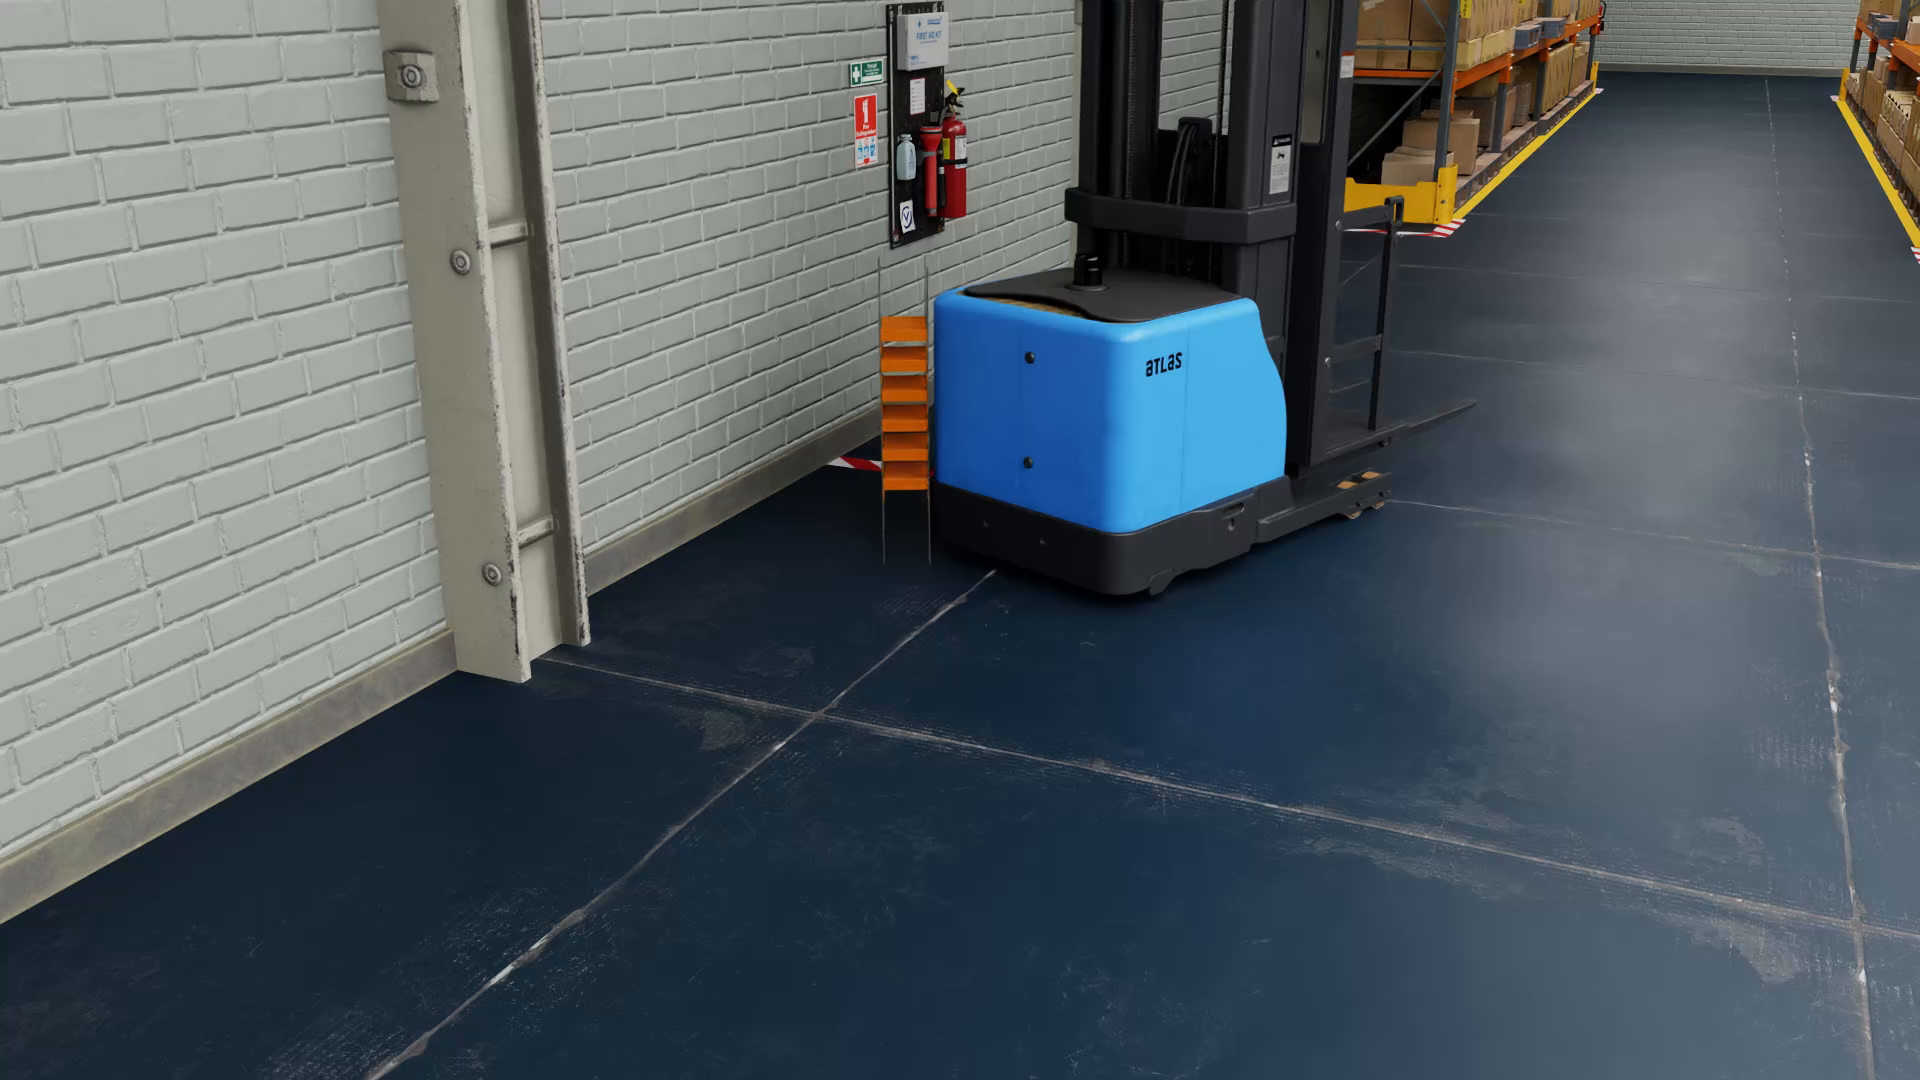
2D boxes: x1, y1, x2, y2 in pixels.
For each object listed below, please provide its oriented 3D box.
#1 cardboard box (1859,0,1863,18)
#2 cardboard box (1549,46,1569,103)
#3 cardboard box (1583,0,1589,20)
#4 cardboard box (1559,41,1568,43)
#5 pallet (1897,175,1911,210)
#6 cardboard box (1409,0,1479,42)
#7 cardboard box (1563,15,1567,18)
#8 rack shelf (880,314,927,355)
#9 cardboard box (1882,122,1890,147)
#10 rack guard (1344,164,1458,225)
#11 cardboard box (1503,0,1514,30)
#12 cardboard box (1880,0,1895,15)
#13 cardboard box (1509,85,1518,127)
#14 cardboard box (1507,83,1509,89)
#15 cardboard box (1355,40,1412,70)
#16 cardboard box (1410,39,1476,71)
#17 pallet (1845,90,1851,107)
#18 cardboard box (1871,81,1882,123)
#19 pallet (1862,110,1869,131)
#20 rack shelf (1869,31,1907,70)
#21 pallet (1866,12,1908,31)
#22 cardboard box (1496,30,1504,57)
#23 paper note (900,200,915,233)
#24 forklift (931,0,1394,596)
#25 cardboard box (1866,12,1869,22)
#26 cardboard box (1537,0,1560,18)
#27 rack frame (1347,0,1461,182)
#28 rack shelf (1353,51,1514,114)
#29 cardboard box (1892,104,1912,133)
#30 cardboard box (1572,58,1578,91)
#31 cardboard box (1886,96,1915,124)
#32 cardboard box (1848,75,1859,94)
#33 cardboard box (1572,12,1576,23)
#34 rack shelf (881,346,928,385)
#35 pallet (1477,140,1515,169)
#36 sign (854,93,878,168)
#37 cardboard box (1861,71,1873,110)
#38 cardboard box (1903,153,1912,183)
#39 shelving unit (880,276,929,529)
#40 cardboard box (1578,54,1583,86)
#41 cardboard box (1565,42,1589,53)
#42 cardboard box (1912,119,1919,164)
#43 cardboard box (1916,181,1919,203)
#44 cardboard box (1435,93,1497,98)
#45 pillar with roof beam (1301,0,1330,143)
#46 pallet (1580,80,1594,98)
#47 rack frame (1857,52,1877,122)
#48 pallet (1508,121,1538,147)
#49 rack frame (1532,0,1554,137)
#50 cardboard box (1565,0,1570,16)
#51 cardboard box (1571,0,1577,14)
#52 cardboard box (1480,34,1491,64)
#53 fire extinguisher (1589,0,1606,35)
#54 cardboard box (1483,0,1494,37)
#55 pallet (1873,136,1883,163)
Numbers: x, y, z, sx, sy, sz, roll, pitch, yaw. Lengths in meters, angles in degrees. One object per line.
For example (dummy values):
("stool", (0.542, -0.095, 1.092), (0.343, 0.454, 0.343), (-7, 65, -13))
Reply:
("cardboard box", (14.528, -8.508, 26.266), (0.500, 0.500, 0.500), (9, 21, 24))
("cardboard box", (8.283, -6.712, 23.948), (0.750, 0.750, 0.750), (9, 22, 24))
("cardboard box", (9.333, -8.543, 26.067), (0.980, 0.700, 0.700), (8, 21, 21))
("cardboard box", (10.103, -8.402, 28.255), (0.380, 0.149, 0.250), (9, 21, 23))
("pallet", (9.673, -3.341, 16.047), (1.003, 0.211, 1.213), (9, 21, 23))
("cardboard box", (4.348, -4.744, 14.908), (0.500, 0.500, 0.500), (9, 21, 23))
("cardboard box", (8.468, -7.457, 23.806), (0.380, 0.149, 0.250), (9, 21, 23))
("rack shelf", (-0.221, -0.804, 6.494), (0.180, 0.103, 0.258), (-1, 20, -3))
("cardboard box", (10.780, -4.584, 18.858), (0.500, 0.250, 0.500), (8, 21, 21))
("rack guard", (3.909, -3.193, 15.201), (1.175, 0.500, 0.348), (9, 21, 23))
("cardboard box", (5.405, -5.522, 17.095), (0.500, 0.500, 0.500), (8, 21, 22))
("cardboard box", (12.691, -7.249, 22.101), (0.700, 0.500, 0.500), (12, 23, 31))
("cardboard box", (6.590, -5.454, 20.902), (0.700, 0.500, 0.500), (9, 21, 23))
("cardboard box", (6.410, -5.625, 20.265), (0.500, 0.250, 0.500), (8, 21, 22))
("cardboard box", (3.893, -4.456, 15.216), (0.500, 0.250, 0.500), (9, 21, 23))
("cardboard box", (15.881, -2.695, 11.533), (24.593, 1.100, 3.897), (9, 22, 25))
("pallet", (14.594, -6.979, 26.279), (1.003, 0.211, 1.213), (9, 21, 23))
("cardboard box", (12.056, -5.620, 21.370), (0.500, 0.500, 0.500), (8, 21, 21))
("pallet", (13.014, -5.770, 22.878), (1.003, 0.211, 1.213), (9, 21, 23))
("rack shelf", (12.494, -6.387, 21.526), (1.077, 0.370, 4.000), (9, 21, 23))
("pallet", (12.886, -7.018, 22.512), (1.003, 0.211, 1.213), (9, 21, 23))
("cardboard box", (5.195, -5.016, 16.790), (0.500, 0.250, 0.500), (8, 21, 22))
("paper note", (-0.264, -1.636, 8.408), (0.016, 0.148, 0.142), (9, 21, 23))
("forklift", (1.273, -1.578, 7.031), (1.130, 2.935, 3.031), (18, 26, 41))
("cardboard box", (13.701, -7.888, 24.522), (0.500, 0.500, 0.500), (9, 22, 24))
("cardboard box", (7.586, -7.103, 21.843), (0.500, 0.500, 0.500), (9, 22, 24))
("rack frame", (3.878, -4.348, 14.717), (1.000, 3.000, 0.127), (9, 21, 23))
("rack shelf", (9.216, -5.259, 14.177), (10.984, 3.170, 4.000), (9, 21, 23))
("cardboard box", (10.355, -4.534, 17.880), (0.500, 0.311, 0.500), (8, 21, 23))
("cardboard box", (9.400, -7.404, 26.414), (0.700, 0.500, 0.500), (8, 21, 22))
("cardboard box", (10.774, -4.844, 18.753), (0.500, 0.311, 0.500), (8, 21, 21))
("cardboard box", (14.060, -7.039, 25.732), (0.500, 0.250, 0.500), (9, 21, 23))
("cardboard box", (8.830, -7.684, 24.445), (0.380, 0.149, 0.250), (9, 21, 24))
("rack shelf", (-0.221, -0.691, 6.535), (0.180, 0.103, 0.258), (-1, 20, -3))
("pallet", (5.833, -4.495, 19.293), (1.003, 0.211, 1.213), (9, 21, 23))
("sign", (8.123, -3.676, 12.682), (11.513, 0.391, 16.451), (9, 21, 23))
("cardboard box", (12.892, -6.253, 23.147), (0.500, 0.500, 0.500), (8, 21, 20))
("cardboard box", (9.361, -3.542, 15.928), (0.500, 0.250, 0.500), (9, 21, 23))
("shelving unit", (-0.220, -0.507, 6.602), (0.183, 1.046, 0.258), (-1, 20, -3))
("cardboard box", (9.824, -7.724, 27.316), (0.700, 0.500, 0.500), (8, 21, 21))
("cardboard box", (10.244, -8.194, 27.669), (0.380, 0.149, 0.250), (9, 22, 24))
("cardboard box", (9.152, -3.743, 15.375), (0.500, 0.500, 0.500), (9, 21, 23))
("cardboard box", (8.746, -3.084, 14.639), (0.500, 0.250, 0.500), (9, 21, 23))
("cardboard box", (5.968, -4.992, 19.603), (0.700, 0.500, 0.500), (8, 21, 22))
("pillar with roof beam", (7.303, -6.916, 12.987), (9.100, 9.000, 0.400), (9, 21, 23))
("pallet", (10.174, -7.670, 28.220), (1.003, 0.211, 1.213), (9, 21, 23))
("rack frame", (13.313, -7.337, 23.124), (1.000, 3.000, 0.127), (9, 21, 23))
("pallet", (6.833, -5.241, 21.390), (1.003, 0.211, 1.213), (9, 21, 23))
("rack frame", (7.154, -6.793, 21.594), (1.000, 3.000, 0.127), (9, 21, 23))
("cardboard box", (8.220, -7.574, 23.166), (0.500, 0.500, 0.500), (9, 22, 24))
("cardboard box", (8.633, -7.880, 24.026), (0.500, 0.500, 0.500), (9, 21, 23))
("cardboard box", (4.781, -4.708, 15.923), (0.500, 0.250, 0.500), (8, 21, 22))
("fire extinguisher", (10.913, -9.009, 28.497), (0.296, 0.674, 0.183), (9, 21, 23))
("cardboard box", (4.776, -5.051, 15.770), (0.500, 0.500, 0.500), (8, 21, 21))
("pallet", (11.302, -4.555, 19.460), (1.003, 0.211, 1.213), (9, 21, 23))
